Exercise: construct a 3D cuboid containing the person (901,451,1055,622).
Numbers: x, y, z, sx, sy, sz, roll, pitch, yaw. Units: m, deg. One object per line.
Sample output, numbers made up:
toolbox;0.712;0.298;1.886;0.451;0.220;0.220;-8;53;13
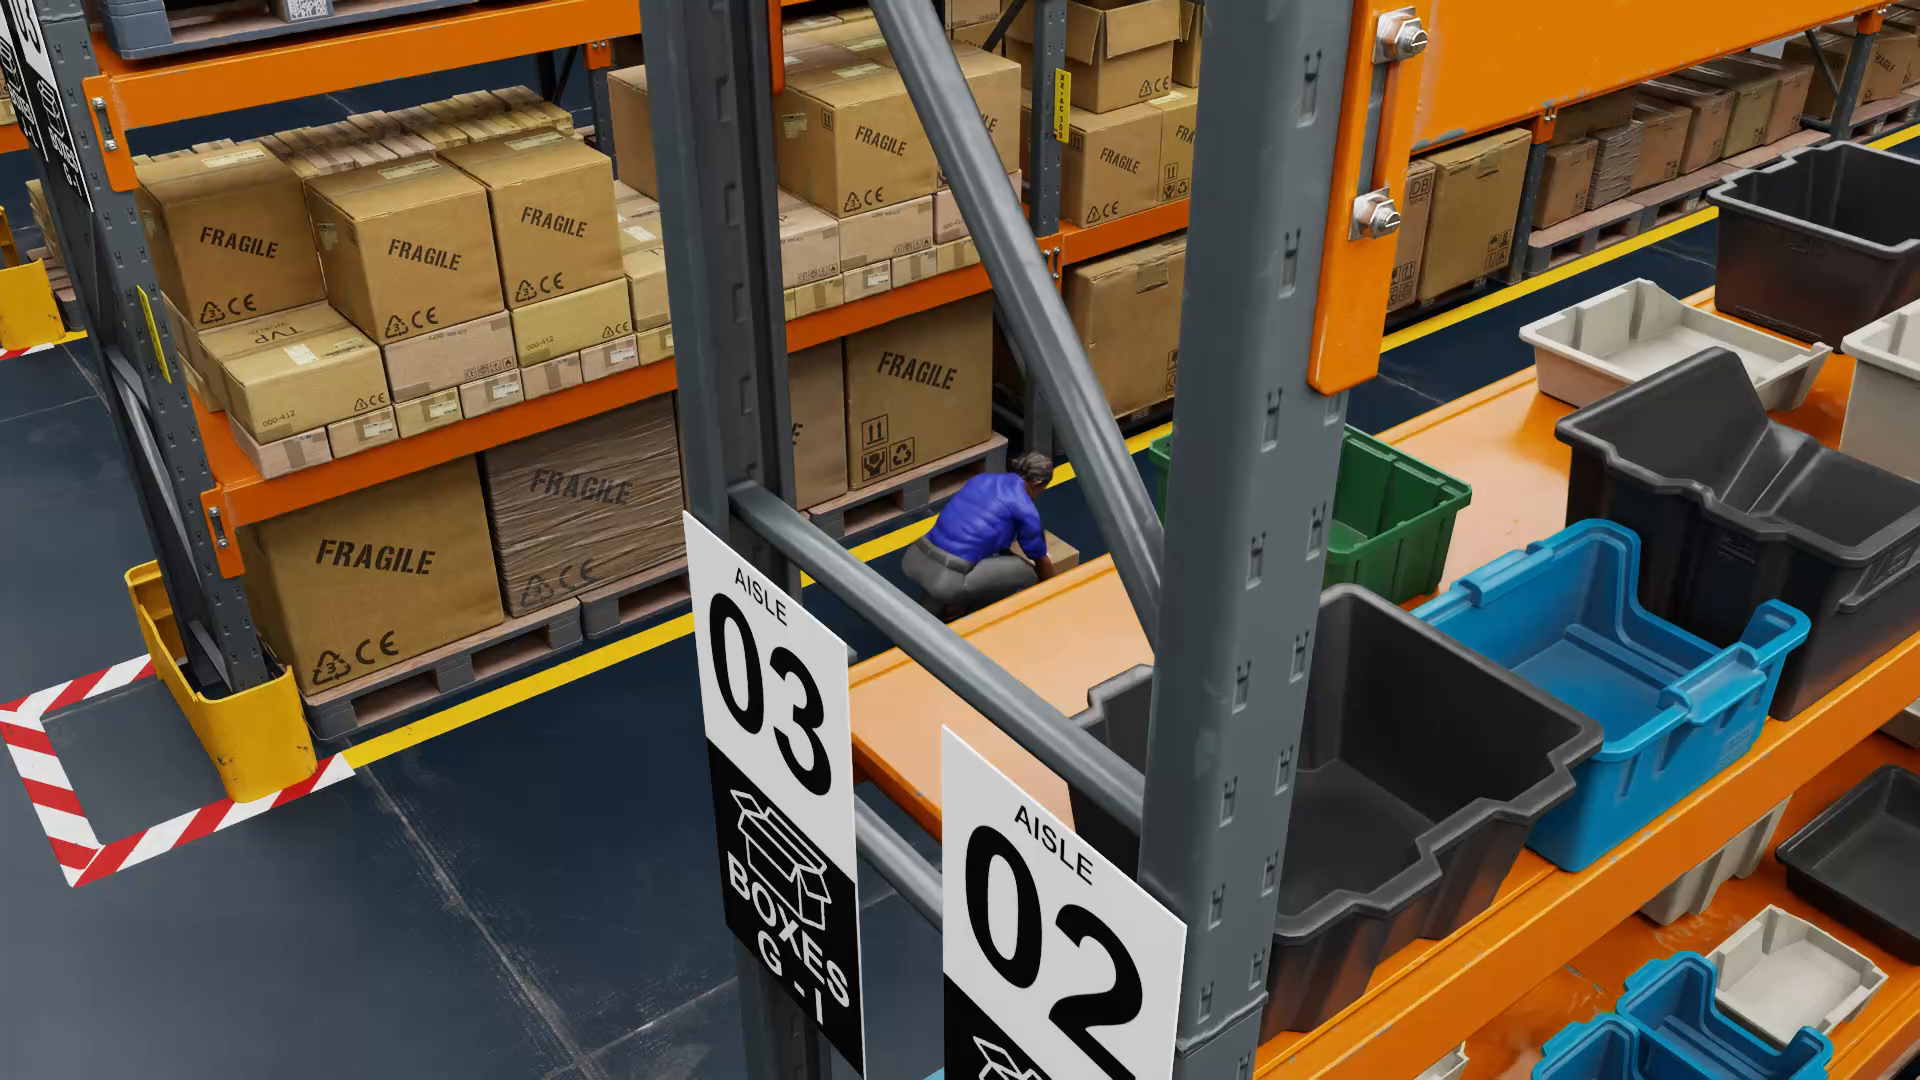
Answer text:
person;0.113;0.072;7.448;0.833;0.810;0.470;-23;39;-32
